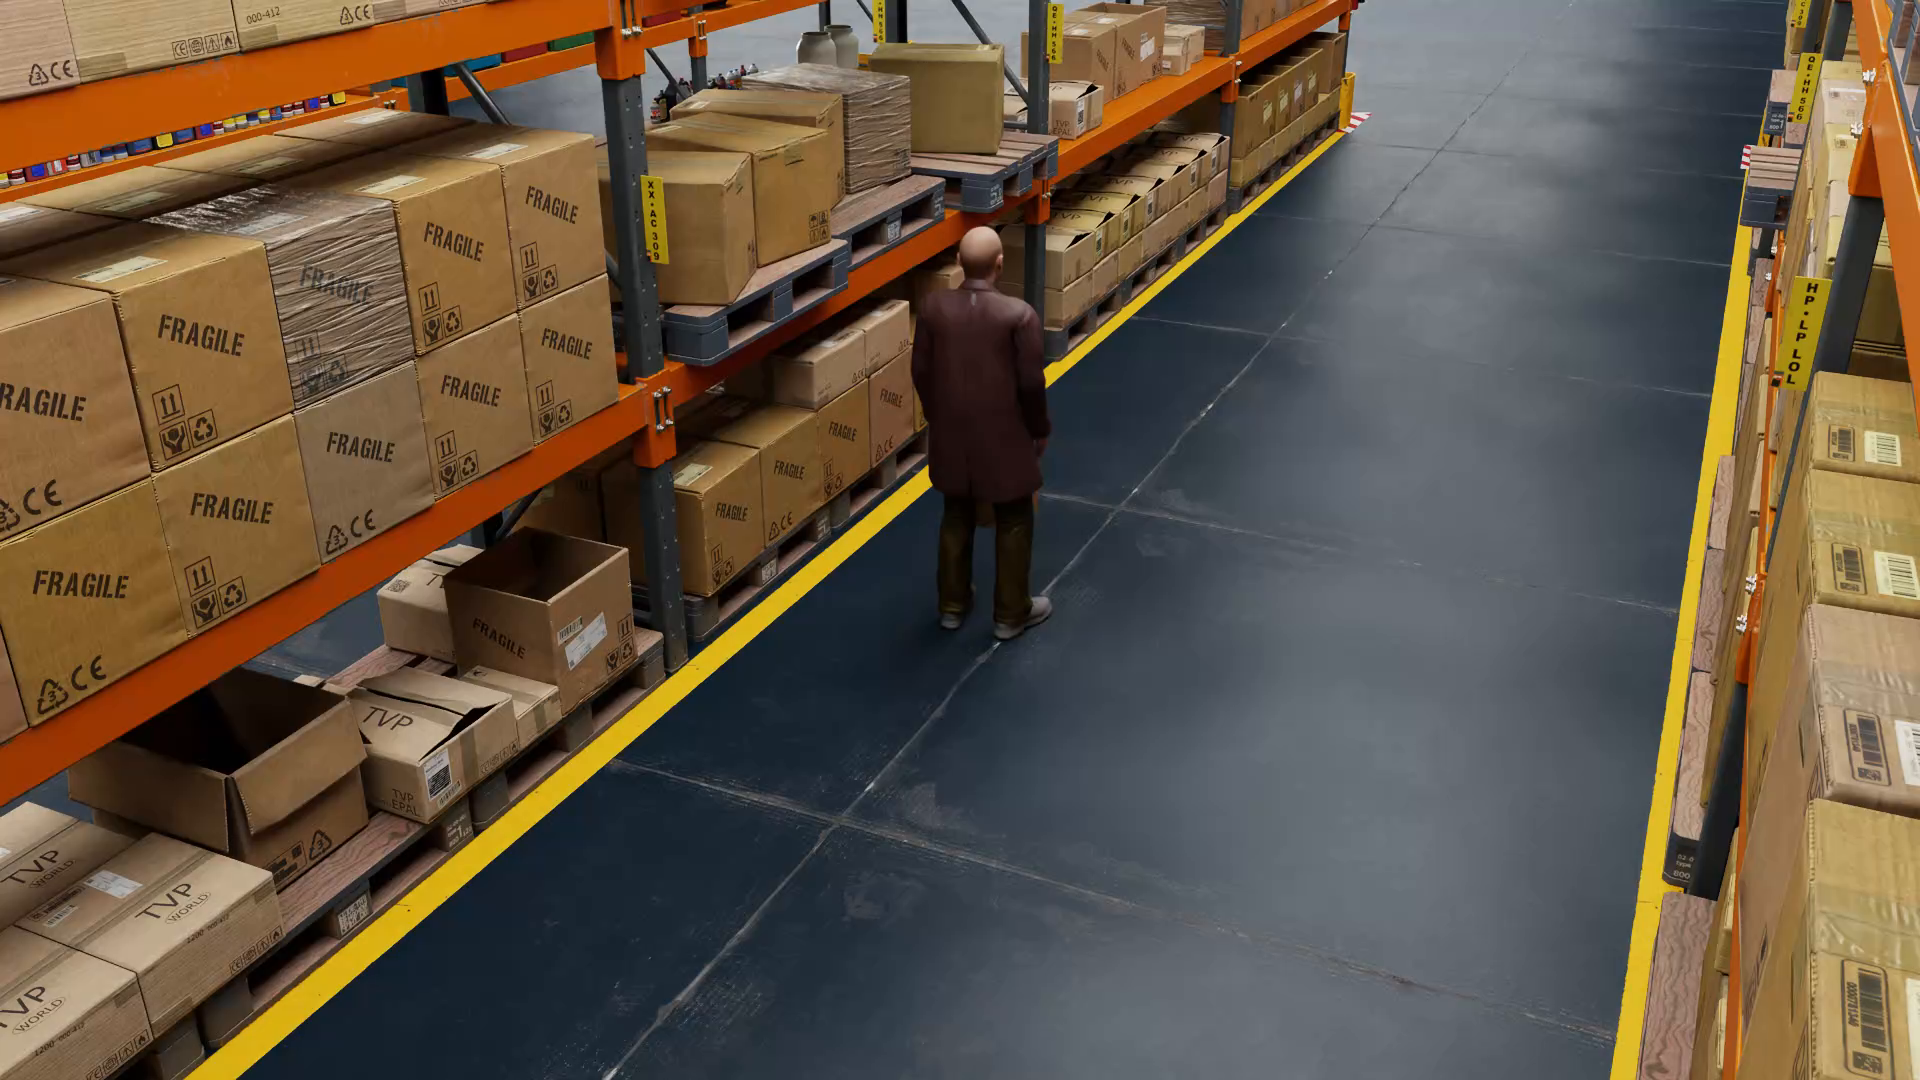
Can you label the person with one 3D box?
[{"bbox_3d":[0.094,-0.446,7.050,0.591,1.777,0.424,10,28,21],"label":"person"}]
